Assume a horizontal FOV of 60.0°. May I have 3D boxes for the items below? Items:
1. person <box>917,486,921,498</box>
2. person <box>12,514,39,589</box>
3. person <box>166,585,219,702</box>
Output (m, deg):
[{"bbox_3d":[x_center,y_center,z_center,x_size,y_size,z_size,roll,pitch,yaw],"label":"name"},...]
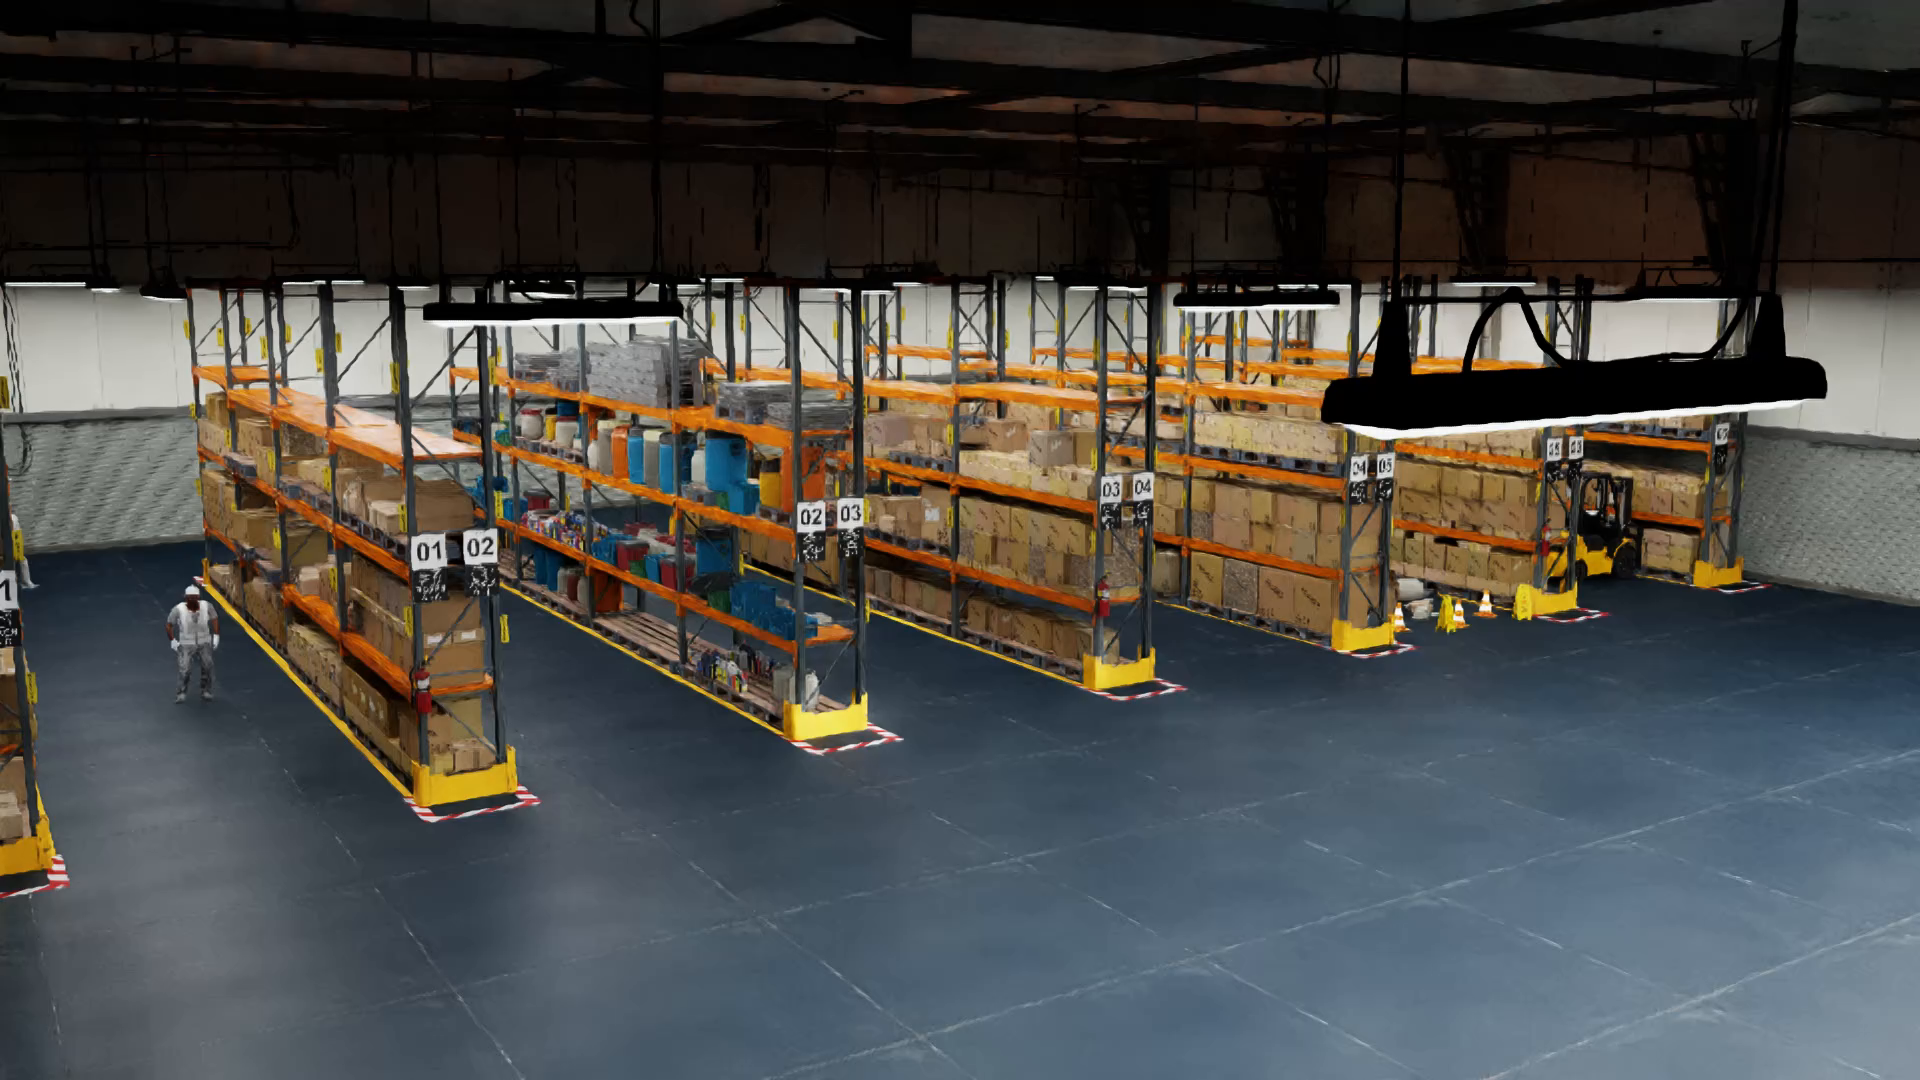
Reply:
[{"bbox_3d":[-0.846,-0.399,35.571,0.598,1.614,0.507,-6,12,-34],"label":"person"},{"bbox_3d":[-18.407,0.118,32.089,0.871,1.716,0.733,8,12,38],"label":"person"},{"bbox_3d":[-11.050,1.489,23.995,0.702,1.734,0.548,-6,12,-34],"label":"person"}]
